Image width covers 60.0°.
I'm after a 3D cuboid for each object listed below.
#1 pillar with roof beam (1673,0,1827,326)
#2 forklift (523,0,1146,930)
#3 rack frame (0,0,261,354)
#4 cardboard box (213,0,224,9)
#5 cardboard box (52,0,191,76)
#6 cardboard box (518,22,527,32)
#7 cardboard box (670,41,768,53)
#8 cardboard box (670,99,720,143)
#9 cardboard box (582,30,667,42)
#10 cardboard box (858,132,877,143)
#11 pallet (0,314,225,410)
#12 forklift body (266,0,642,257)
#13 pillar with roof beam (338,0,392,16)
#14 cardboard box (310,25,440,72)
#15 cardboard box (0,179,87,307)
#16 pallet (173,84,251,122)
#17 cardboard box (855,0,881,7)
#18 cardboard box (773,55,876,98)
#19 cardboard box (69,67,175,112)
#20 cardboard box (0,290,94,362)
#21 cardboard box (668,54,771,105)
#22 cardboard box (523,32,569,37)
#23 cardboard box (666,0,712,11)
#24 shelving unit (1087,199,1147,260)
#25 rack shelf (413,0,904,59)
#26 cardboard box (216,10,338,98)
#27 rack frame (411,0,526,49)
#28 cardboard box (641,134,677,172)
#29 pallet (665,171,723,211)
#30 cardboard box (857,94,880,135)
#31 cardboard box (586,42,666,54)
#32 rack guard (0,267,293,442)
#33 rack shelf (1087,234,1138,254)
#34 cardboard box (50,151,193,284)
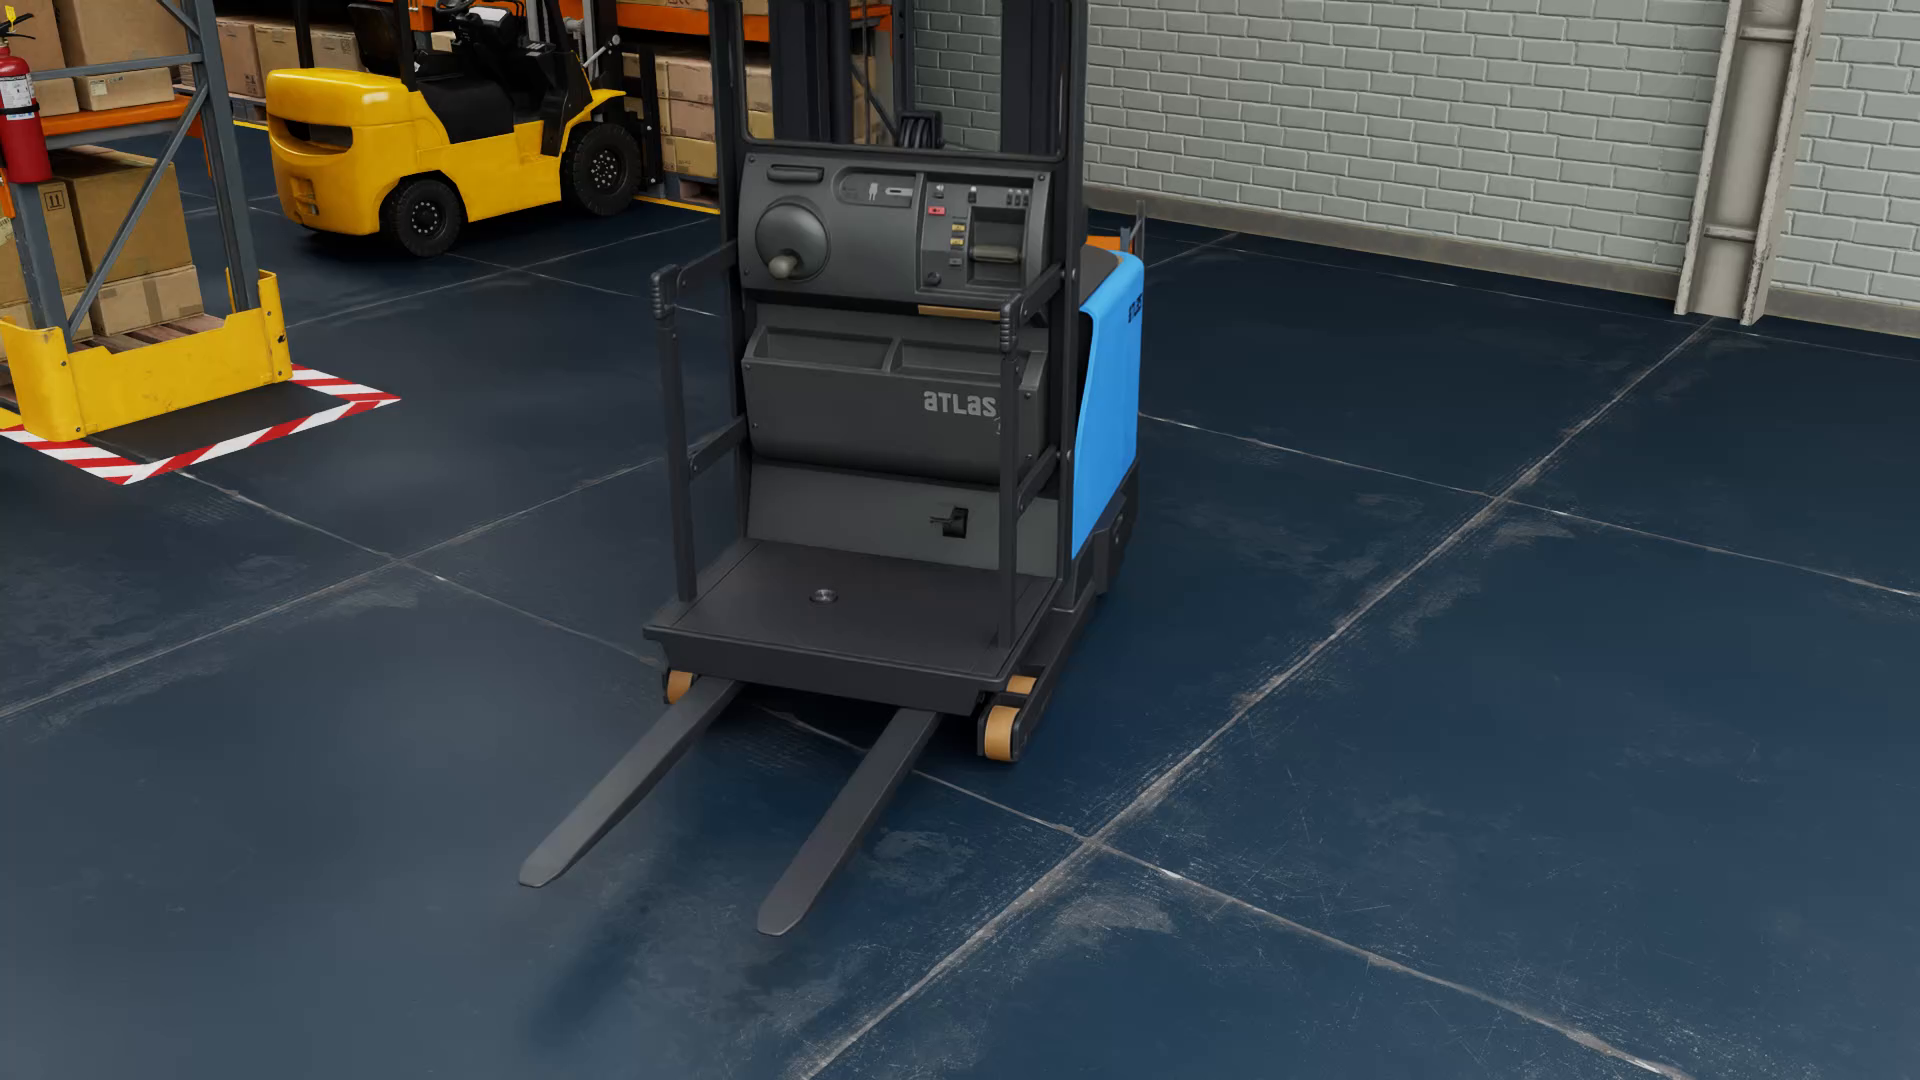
[{"bbox_3d":[1.550,-3.965,4.087,0.400,9.000,9.100,17,29,33],"label":"pillar with roof beam"},{"bbox_3d":[-0.254,-0.889,4.633,1.130,2.935,3.031,7,25,16],"label":"forklift"},{"bbox_3d":[-3.626,-1.998,7.063,0.127,3.000,1.000,17,29,33],"label":"rack frame"},{"bbox_3d":[-7.284,-5.106,15.894,0.250,0.149,0.380,19,30,36],"label":"cardboard box"},{"bbox_3d":[-3.839,-2.383,7.446,0.500,0.500,0.500,16,29,33],"label":"cardboard box"},{"bbox_3d":[-3.343,-3.902,13.035,0.500,0.250,0.500,17,29,34],"label":"cardboard box"},{"bbox_3d":[-1.719,-3.413,11.925,0.500,0.250,0.500,17,29,33],"label":"cardboard box"},{"bbox_3d":[-1.624,-2.904,11.391,0.500,0.250,0.500,16,29,33],"label":"cardboard box"},{"bbox_3d":[-2.532,-3.658,12.481,0.500,0.250,0.500,17,29,34],"label":"cardboard box"},{"bbox_3d":[-0.928,-2.716,11.583,0.500,0.250,0.500,17,29,34],"label":"cardboard box"},{"bbox_3d":[-4.316,-0.948,8.139,1.213,0.211,1.003,17,29,33],"label":"pallet"},{"bbox_3d":[-3.264,-3.081,10.576,1.214,2.155,2.313,17,29,33],"label":"forklift body"},{"bbox_3d":[-8.052,-6.866,10.673,0.400,9.000,9.100,17,29,33],"label":"pillar with roof beam"},{"bbox_3d":[-4.894,-3.985,13.999,0.625,0.625,0.875,16,29,33],"label":"cardboard box"},{"bbox_3d":[-4.424,-1.384,7.631,0.500,0.500,0.500,17,29,34],"label":"cardboard box"},{"bbox_3d":[-6.418,-4.047,15.173,1.213,0.211,1.003,17,29,33],"label":"pallet"},{"bbox_3d":[-0.882,-3.855,11.155,0.500,0.500,0.500,18,29,35],"label":"cardboard box"},{"bbox_3d":[-0.923,-3.169,11.371,0.500,0.250,0.500,16,29,33],"label":"cardboard box"},{"bbox_3d":[-3.774,-2.032,7.452,0.250,0.149,0.380,17,29,33],"label":"cardboard box"},{"bbox_3d":[-4.454,-1.046,7.793,0.500,0.250,0.500,17,29,33],"label":"cardboard box"},{"bbox_3d":[-1.620,-3.124,11.269,0.500,0.250,0.500,17,29,34],"label":"cardboard box"},{"bbox_3d":[-3.251,-3.614,12.380,0.500,0.250,0.500,17,29,33],"label":"cardboard box"},{"bbox_3d":[-1.613,-3.808,11.049,0.500,0.500,0.500,18,29,35],"label":"cardboard box"},{"bbox_3d":[0.163,-0.763,6.586,1.048,1.125,0.538,5,24,12],"label":"shelving unit"},{"bbox_3d":[-2.253,-3.754,11.943,4.000,0.370,1.077,17,29,33],"label":"rack shelf"},{"bbox_3d":[-6.035,-4.329,14.780,0.625,0.625,0.875,18,29,35],"label":"cardboard box"},{"bbox_3d":[-3.853,-4.567,12.896,0.127,3.000,1.000,17,29,33],"label":"rack frame"},{"bbox_3d":[-2.005,-2.793,11.758,0.500,0.250,0.500,17,29,34],"label":"cardboard box"},{"bbox_3d":[-1.289,-2.495,11.652,1.213,0.211,1.003,17,29,33],"label":"pallet"},{"bbox_3d":[-0.904,-2.943,11.479,0.500,0.250,0.500,17,29,34],"label":"cardboard box"},{"bbox_3d":[-2.431,-3.367,11.822,0.500,0.250,0.500,16,28,32],"label":"cardboard box"},{"bbox_3d":[-3.687,-0.872,7.609,0.348,0.500,1.175,17,29,33],"label":"rack guard"},{"bbox_3d":[0.163,-1.031,6.468,1.000,0.278,0.538,5,24,12],"label":"rack shelf"},{"bbox_3d":[-4.125,-1.564,8.040,0.500,0.500,0.500,16,28,32],"label":"cardboard box"}]
